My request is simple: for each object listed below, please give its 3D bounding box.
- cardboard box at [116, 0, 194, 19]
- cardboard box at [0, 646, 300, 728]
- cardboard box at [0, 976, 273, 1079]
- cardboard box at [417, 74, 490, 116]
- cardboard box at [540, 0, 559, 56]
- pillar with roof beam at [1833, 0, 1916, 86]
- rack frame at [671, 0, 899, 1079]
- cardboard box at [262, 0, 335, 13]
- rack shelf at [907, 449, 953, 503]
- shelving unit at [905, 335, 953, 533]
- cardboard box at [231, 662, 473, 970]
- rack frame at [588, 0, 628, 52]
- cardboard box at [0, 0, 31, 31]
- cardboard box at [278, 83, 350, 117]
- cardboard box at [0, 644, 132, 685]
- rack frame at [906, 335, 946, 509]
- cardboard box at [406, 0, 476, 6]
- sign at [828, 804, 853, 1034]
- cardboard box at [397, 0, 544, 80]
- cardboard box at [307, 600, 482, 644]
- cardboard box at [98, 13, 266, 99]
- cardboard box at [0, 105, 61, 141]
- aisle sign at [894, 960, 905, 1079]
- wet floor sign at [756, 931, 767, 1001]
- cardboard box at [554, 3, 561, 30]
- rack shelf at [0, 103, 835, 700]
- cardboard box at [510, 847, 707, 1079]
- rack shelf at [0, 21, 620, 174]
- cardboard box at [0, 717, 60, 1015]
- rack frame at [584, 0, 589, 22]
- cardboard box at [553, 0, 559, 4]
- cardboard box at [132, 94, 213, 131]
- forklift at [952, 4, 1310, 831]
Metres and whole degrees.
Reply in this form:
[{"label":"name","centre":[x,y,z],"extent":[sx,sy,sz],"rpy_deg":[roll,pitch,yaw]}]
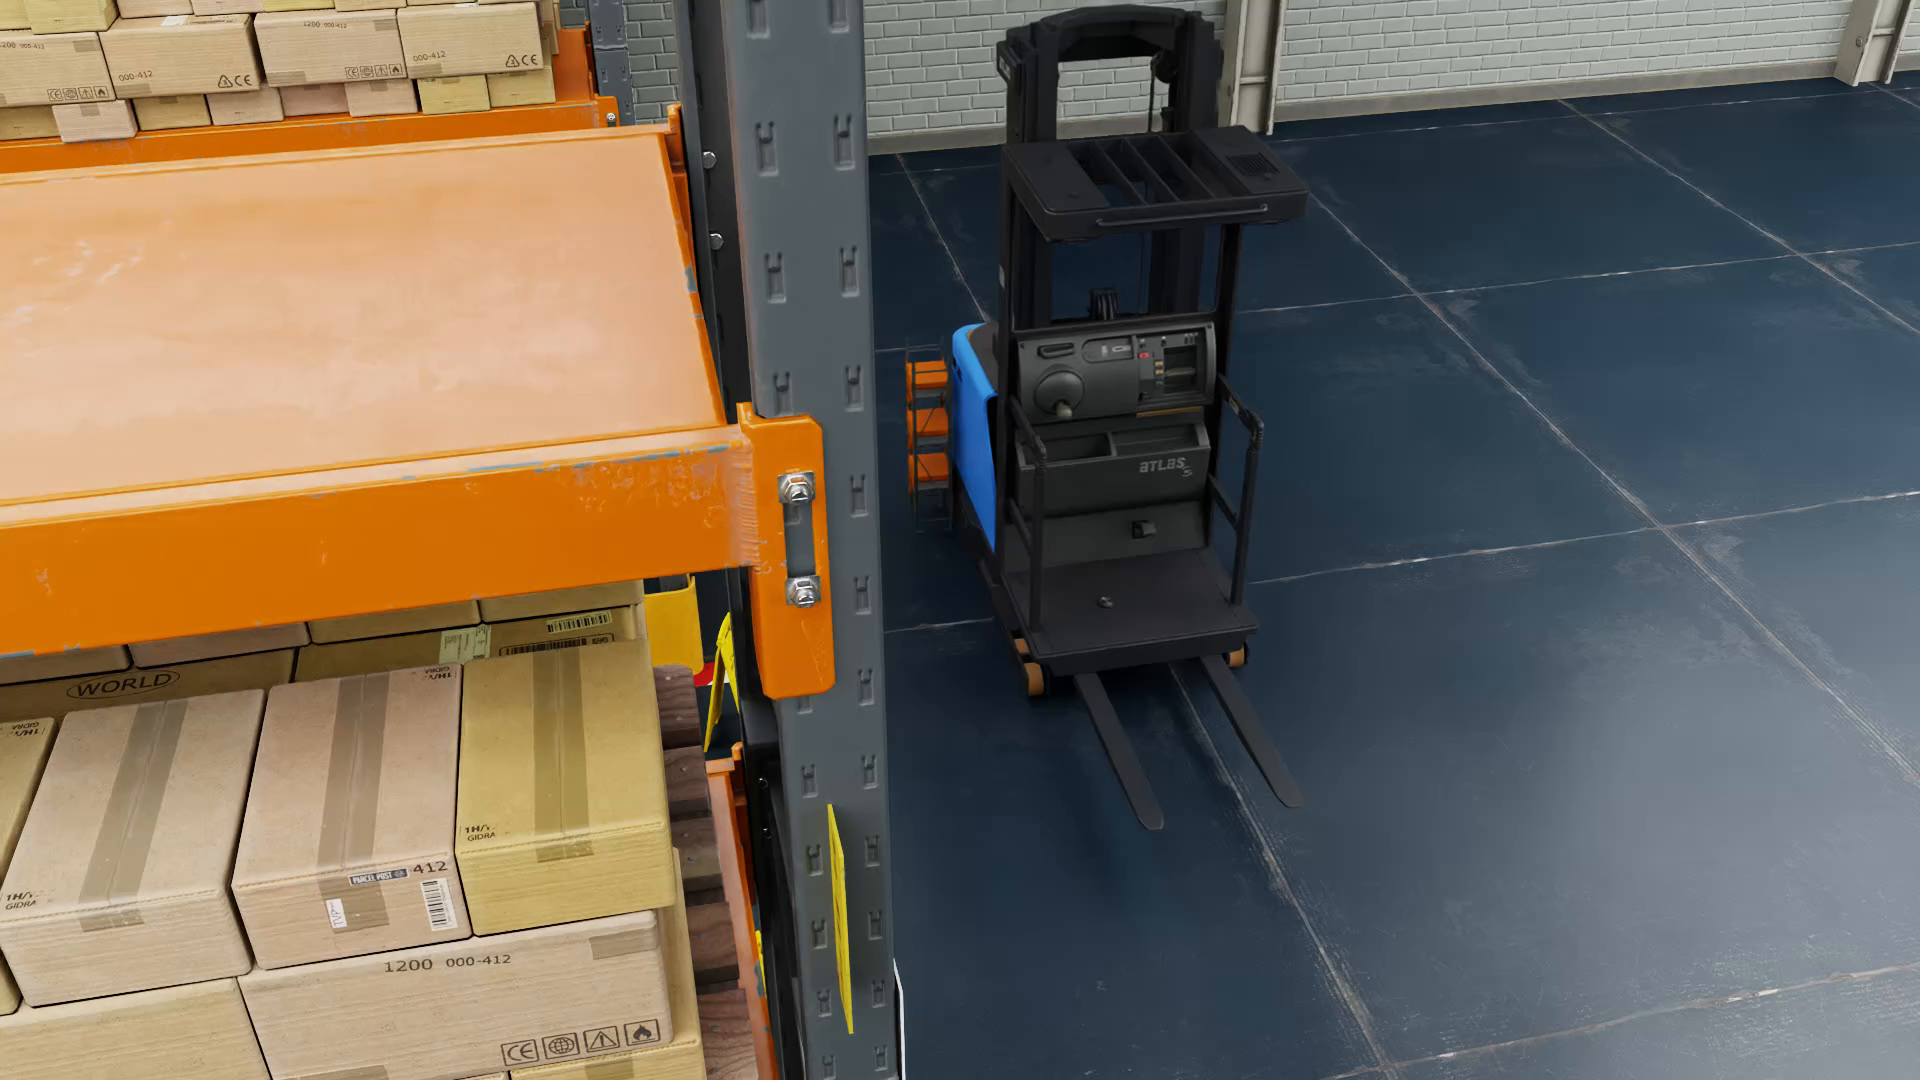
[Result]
[{"label":"cardboard box","centre":[-2.980,-2.076,6.193],"extent":[0.250,0.149,0.380],"rpy_deg":[-8,35,-12]},{"label":"cardboard box","centre":[-1.282,0.233,2.643],"extent":[0.500,0.250,0.500],"rpy_deg":[-8,35,-11]},{"label":"cardboard box","centre":[-1.164,0.523,2.211],"extent":[0.500,0.250,0.500],"rpy_deg":[-7,35,-10]},{"label":"cardboard box","centre":[-1.972,-1.802,6.500],"extent":[0.250,0.149,0.380],"rpy_deg":[-7,34,-10]},{"label":"cardboard box","centre":[-1.846,-2.182,7.066],"extent":[0.250,0.149,0.380],"rpy_deg":[-7,35,-10]},{"label":"pillar with roof beam","centre":[9.227,-5.633,9.292],"extent":[0.400,9.000,9.100],"rpy_deg":[-7,35,-11]},{"label":"rack frame","centre":[-0.260,-0.718,1.968],"extent":[0.127,3.000,1.000],"rpy_deg":[-7,35,-11]},{"label":"cardboard box","centre":[-2.479,-2.120,6.258],"extent":[0.250,0.149,0.380],"rpy_deg":[-7,34,-10]},{"label":"rack shelf","centre":[-0.161,-0.313,9.014],"extent":[0.215,0.259,0.240],"rpy_deg":[-5,34,-7]},{"label":"shelving unit","centre":[-0.163,-0.553,8.854],"extent":[0.215,1.050,0.252],"rpy_deg":[-5,34,-7]},{"label":"cardboard box","centre":[-0.758,0.340,2.125],"extent":[0.250,0.149,0.380],"rpy_deg":[-7,34,-10]},{"label":"rack frame","centre":[-1.451,-3.396,5.958],"extent":[0.127,3.000,1.000],"rpy_deg":[-7,35,-11]},{"label":"cardboard box","centre":[-3.475,-1.983,6.054],"extent":[0.250,0.149,0.380],"rpy_deg":[-7,34,-10]},{"label":"cardboard box","centre":[-2.501,-1.793,6.487],"extent":[0.250,0.149,0.380],"rpy_deg":[-7,34,-10]},{"label":"cardboard box","centre":[-1.397,0.045,2.565],"extent":[0.250,0.149,0.380],"rpy_deg":[-7,34,-10]},{"label":"rack frame","centre":[-0.181,-0.620,8.954],"extent":[0.200,1.050,0.008],"rpy_deg":[-5,34,-7]},{"label":"cardboard box","centre":[-1.975,-2.165,6.325],"extent":[0.250,0.149,0.380],"rpy_deg":[-7,34,-10]},{"label":"sign","centre":[-0.154,0.489,2.137],"extent":[0.005,0.325,0.100],"rpy_deg":[-7,35,-11]},{"label":"cardboard box","centre":[-1.890,-2.003,6.441],"extent":[0.500,0.250,0.500],"rpy_deg":[-8,35,-11]},{"label":"cardboard box","centre":[-0.900,-0.017,2.658],"extent":[0.250,0.149,0.380],"rpy_deg":[-7,34,-10]},{"label":"cardboard box","centre":[-2.886,-1.875,6.251],"extent":[0.500,0.250,0.500],"rpy_deg":[-6,34,-9]},{"label":"cardboard box","centre":[-3.487,-1.649,6.272],"extent":[0.250,0.149,0.380],"rpy_deg":[-7,34,-10]},{"label":"aisle sign","centre":[-0.125,0.848,2.685],"extent":[0.004,0.787,0.394],"rpy_deg":[-7,35,-11]},{"label":"wet floor sign","centre":[-0.669,1.671,5.904],"extent":[0.232,0.644,0.267],"rpy_deg":[-13,36,-19]},{"label":"cardboard box","centre":[-2.971,-3.441,11.319],"extent":[0.500,0.500,0.500],"rpy_deg":[-8,35,-12]},{"label":"rack shelf","centre":[-2.211,-0.008,1.913],"extent":[4.000,0.370,1.077],"rpy_deg":[-7,35,-11]},{"label":"cardboard box","centre":[-0.510,0.641,2.393],"extent":[0.250,0.149,0.380],"rpy_deg":[-7,35,-11]},{"label":"rack shelf","centre":[-3.401,-1.606,6.628],"extent":[4.000,0.370,1.077],"rpy_deg":[-7,35,-11]},{"label":"cardboard box","centre":[-1.260,0.404,2.030],"extent":[0.250,0.149,0.380],"rpy_deg":[-7,34,-10]},{"label":"rack frame","centre":[-2.549,-3.602,11.649],"extent":[0.127,3.000,1.000],"rpy_deg":[-7,35,-11]},{"label":"cardboard box","centre":[-2.826,-3.718,11.150],"extent":[0.250,0.149,0.380],"rpy_deg":[-7,34,-10]},{"label":"cardboard box","centre":[-2.992,-1.708,6.360],"extent":[0.250,0.149,0.380],"rpy_deg":[-8,35,-12]},{"label":"forklift","centre":[0.767,-0.709,7.398],"extent":[1.130,2.935,3.031],"rpy_deg":[-7,35,-11]}]
